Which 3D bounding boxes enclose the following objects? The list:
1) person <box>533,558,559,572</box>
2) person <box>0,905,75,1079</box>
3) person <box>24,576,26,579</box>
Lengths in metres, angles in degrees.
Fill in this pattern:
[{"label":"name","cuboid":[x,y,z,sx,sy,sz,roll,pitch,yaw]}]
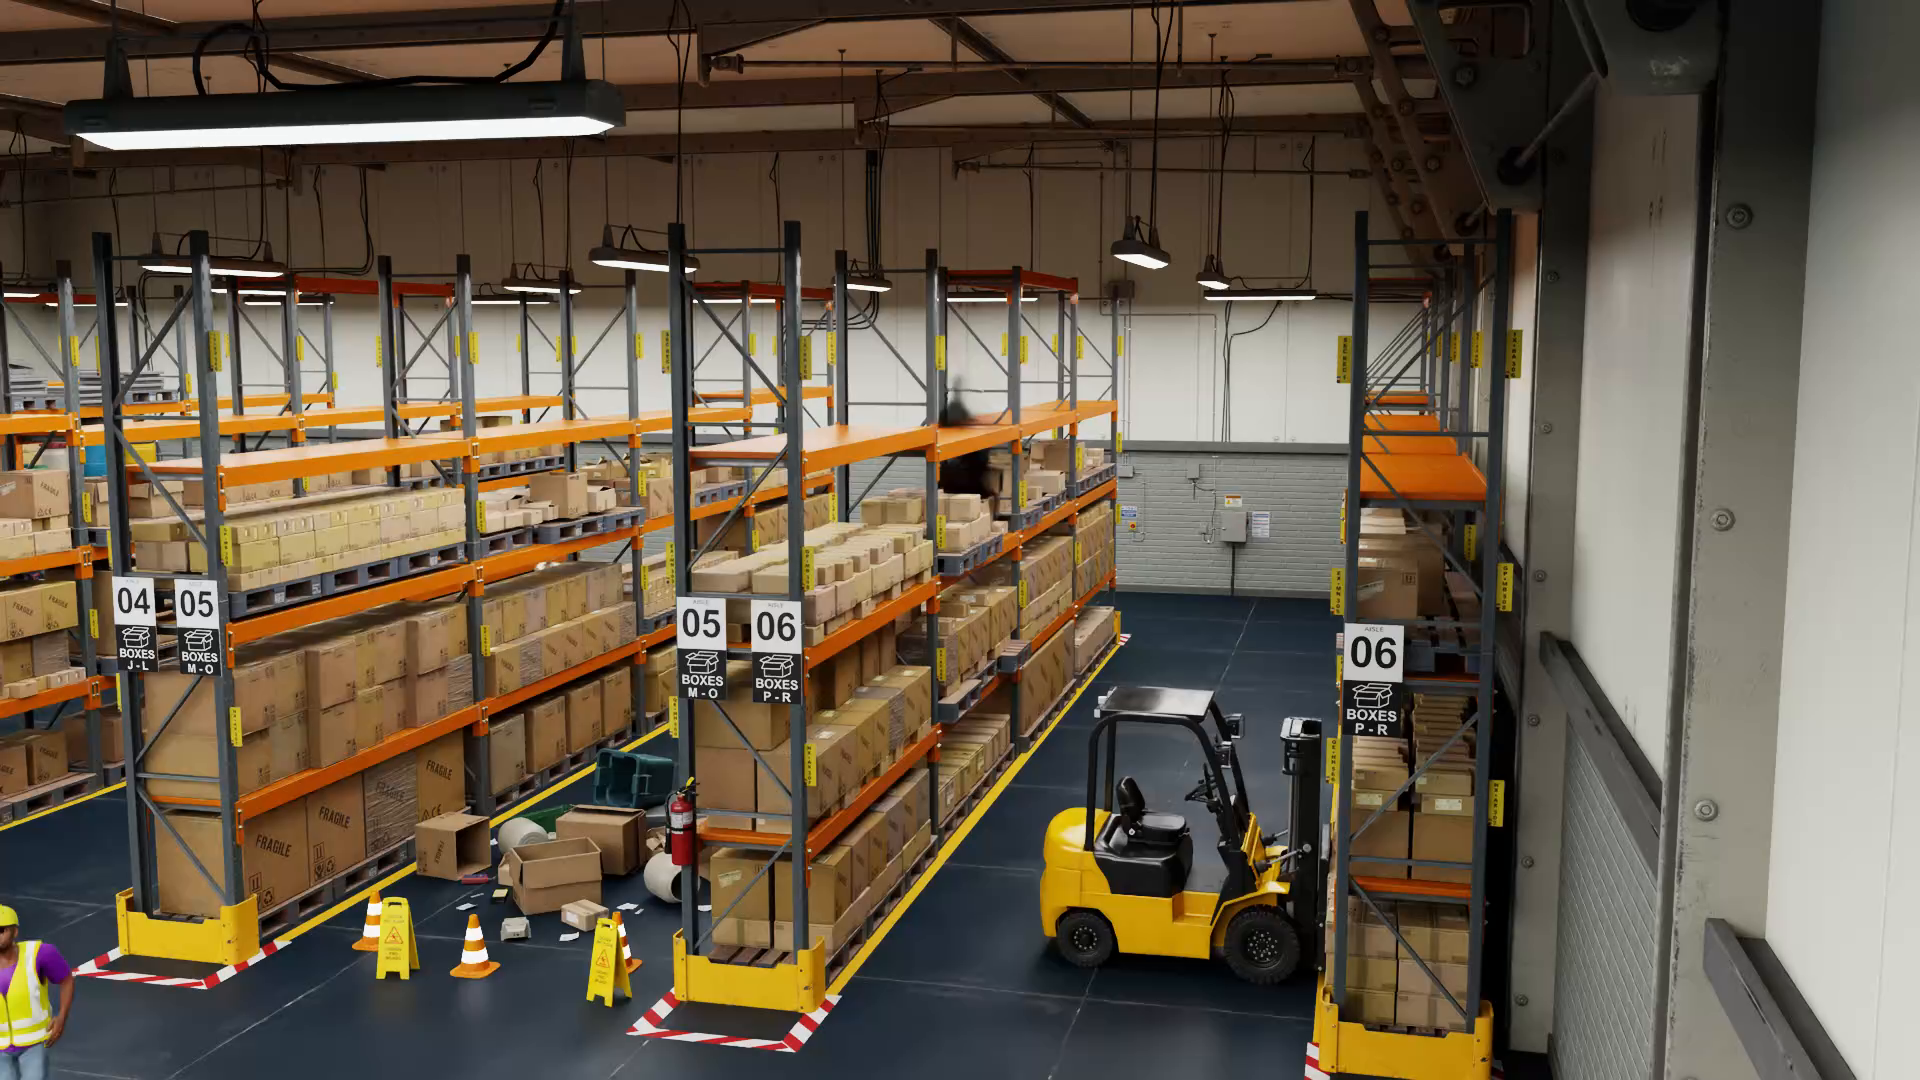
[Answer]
[{"label":"person","cuboid":[-6.679,1.028,26.945,0.718,1.823,0.836,1,7,9]},{"label":"person","cuboid":[-5.830,3.076,10.245,0.693,1.732,0.561,-3,8,-26]},{"label":"person","cuboid":[-15.971,0.977,27.976,0.575,1.594,0.559,0,7,-1]}]
